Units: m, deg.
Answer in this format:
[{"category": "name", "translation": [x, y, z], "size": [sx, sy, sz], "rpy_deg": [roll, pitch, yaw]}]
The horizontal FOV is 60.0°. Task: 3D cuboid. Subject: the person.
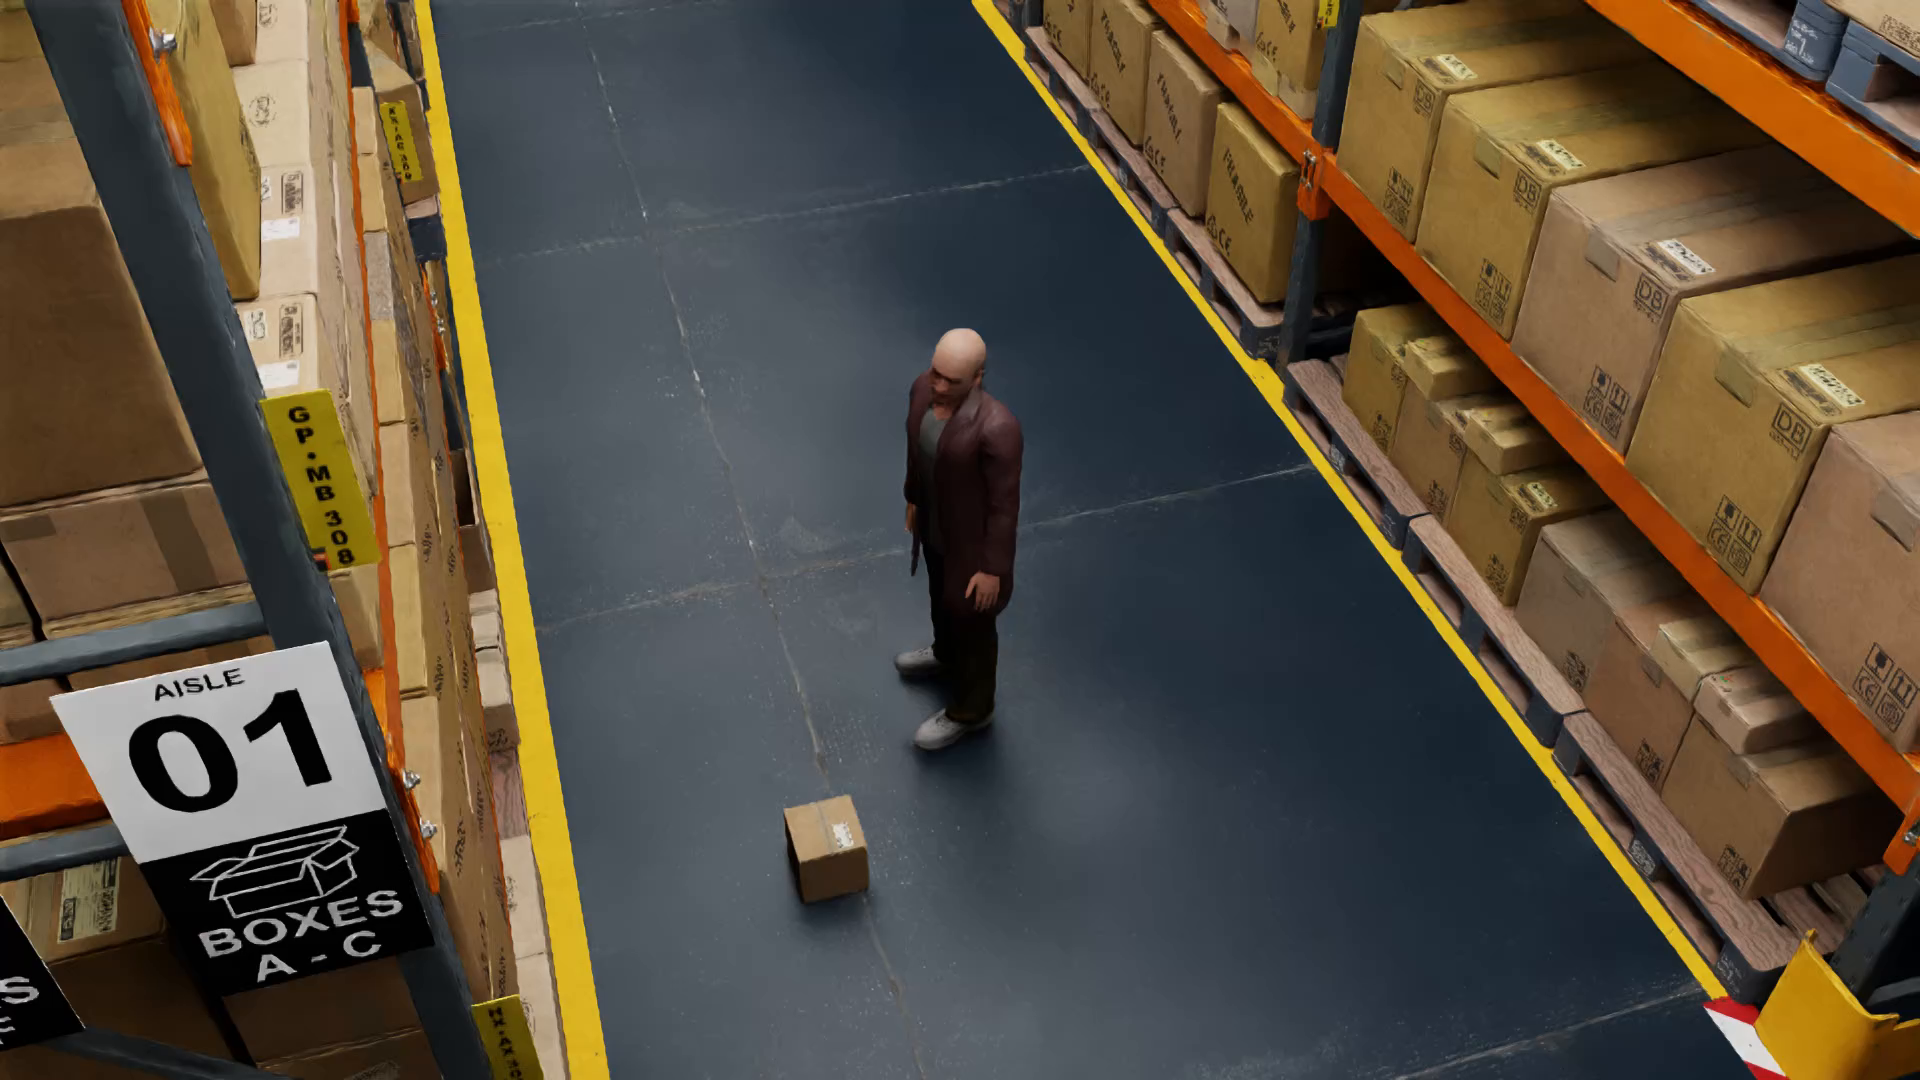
[{"category": "person", "translation": [-0.053, -0.001, 6.127], "size": [0.520, 1.786, 0.647], "rpy_deg": [-26, 48, -26]}]
